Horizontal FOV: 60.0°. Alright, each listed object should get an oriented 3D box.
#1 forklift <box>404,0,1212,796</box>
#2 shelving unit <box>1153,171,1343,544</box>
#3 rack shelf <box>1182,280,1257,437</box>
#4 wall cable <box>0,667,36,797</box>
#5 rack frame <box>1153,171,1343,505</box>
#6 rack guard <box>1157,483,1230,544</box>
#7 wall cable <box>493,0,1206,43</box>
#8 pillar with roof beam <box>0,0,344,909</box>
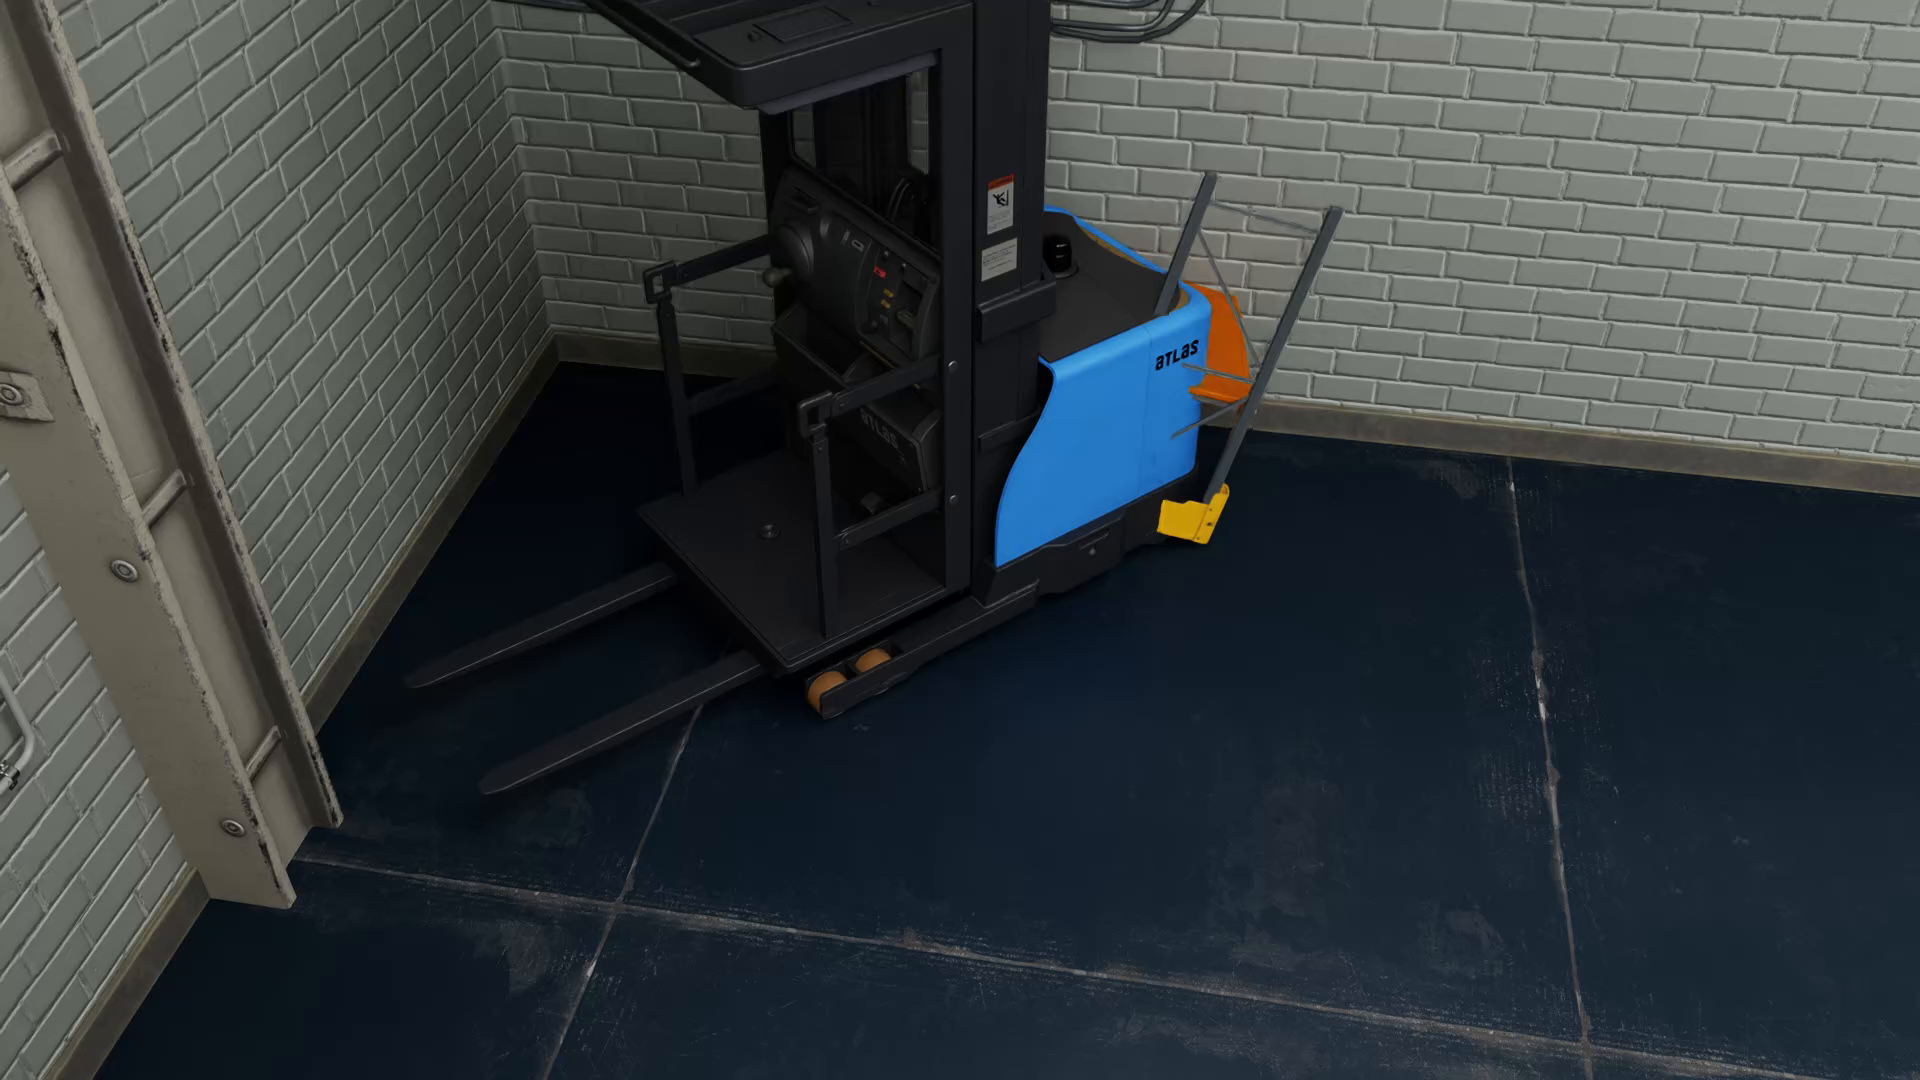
[{"bbox_3d":[-0.534,-0.876,5.510,3.031,2.935,1.130,-25,46,-27],"label":"forklift"},{"bbox_3d":[0.926,-0.945,6.606,0.587,1.500,1.083,13,37,-6],"label":"shelving unit"},{"bbox_3d":[0.880,-0.803,6.706,0.538,0.185,1.000,13,37,-6],"label":"rack shelf"},{"bbox_3d":[-2.590,0.375,3.145,0.084,1.984,1.851,6,40,8],"label":"wall cable"},{"bbox_3d":[0.900,-0.633,6.195,0.500,1.500,0.032,13,37,-6],"label":"rack frame"},{"bbox_3d":[0.743,-0.168,6.582,0.587,0.250,0.087,13,37,-6],"label":"rack guard"},{"bbox_3d":[-0.549,-2.951,5.694,3.097,2.526,0.112,6,40,8],"label":"wall cable"},{"bbox_3d":[1.975,-1.953,2.050,9.100,9.000,0.400,6,40,8],"label":"pillar with roof beam"}]
